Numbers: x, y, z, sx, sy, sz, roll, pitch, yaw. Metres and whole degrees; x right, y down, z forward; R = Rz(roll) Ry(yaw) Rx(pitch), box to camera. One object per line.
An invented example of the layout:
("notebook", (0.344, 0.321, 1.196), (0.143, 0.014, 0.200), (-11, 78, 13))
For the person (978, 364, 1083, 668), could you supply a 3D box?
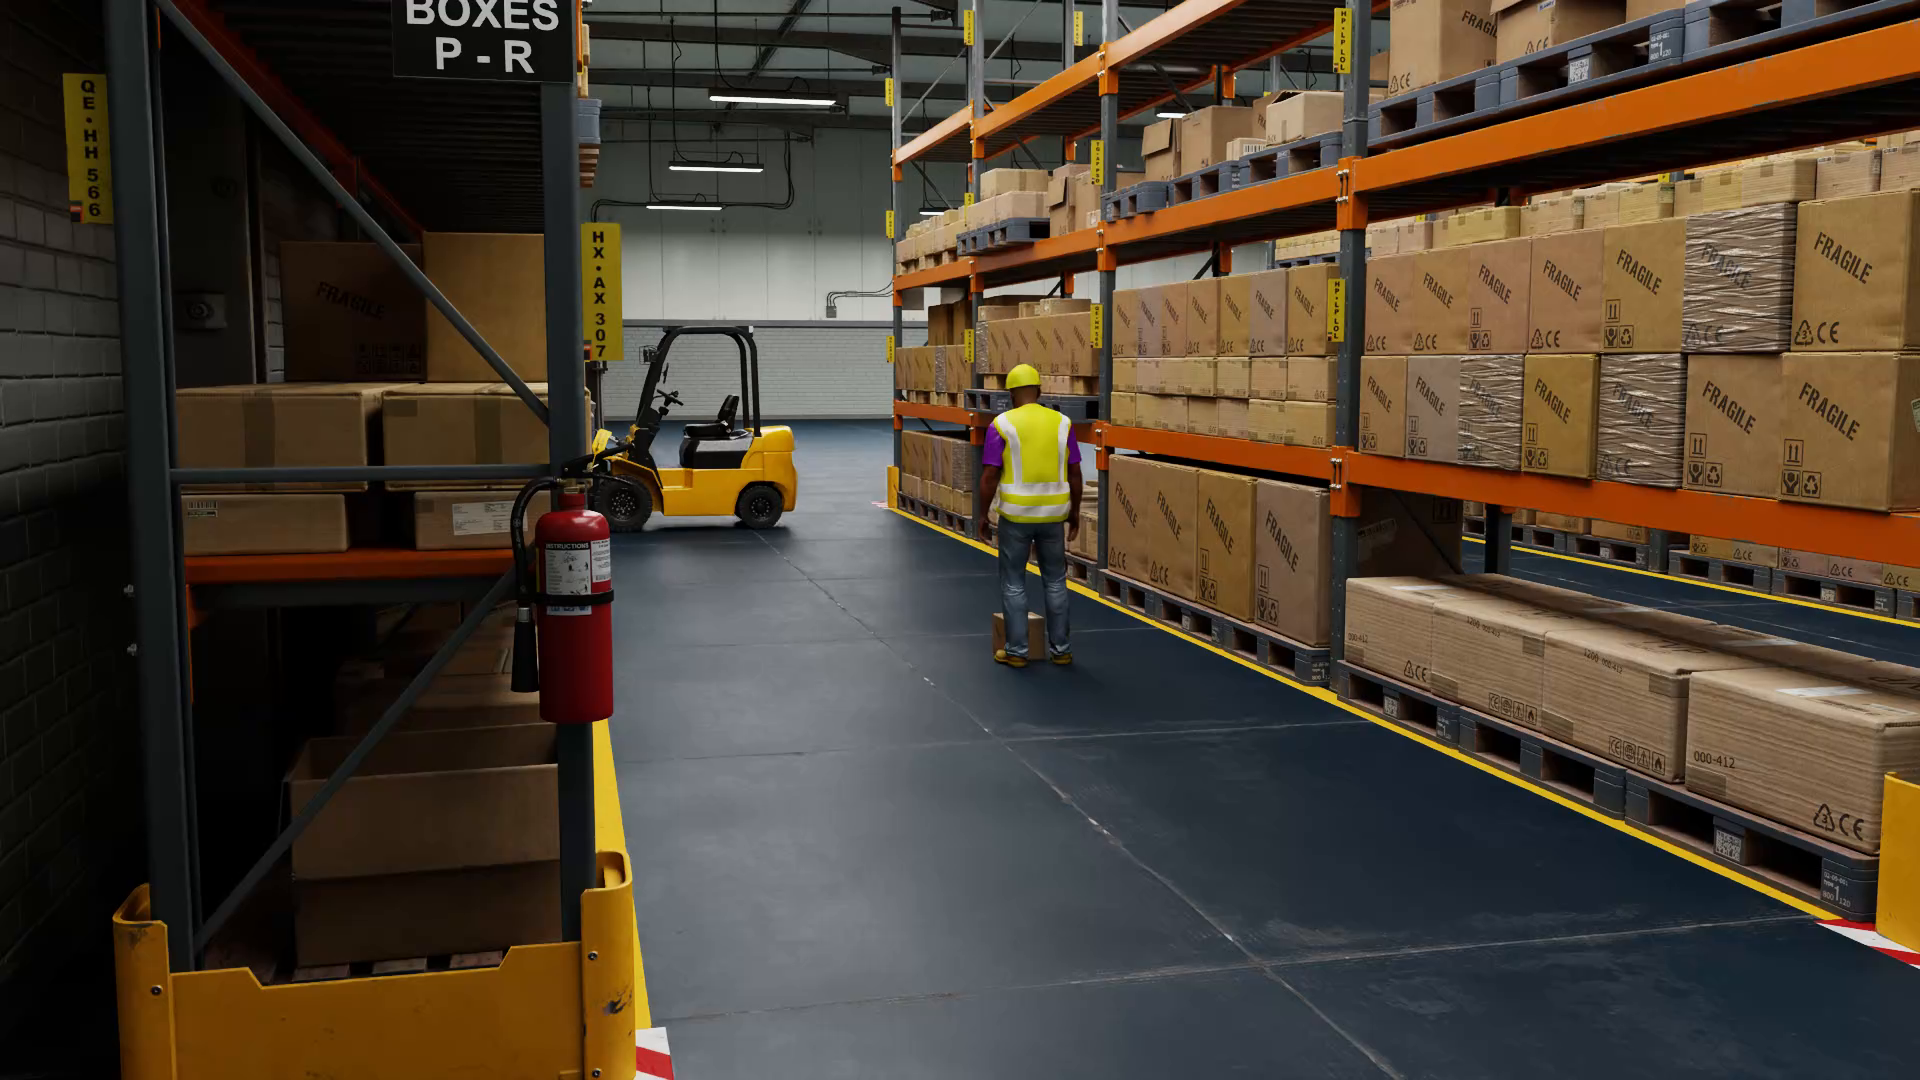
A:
("person", (0.412, -0.144, 9.741), (0.637, 1.757, 0.460), (-2, 6, -15))
